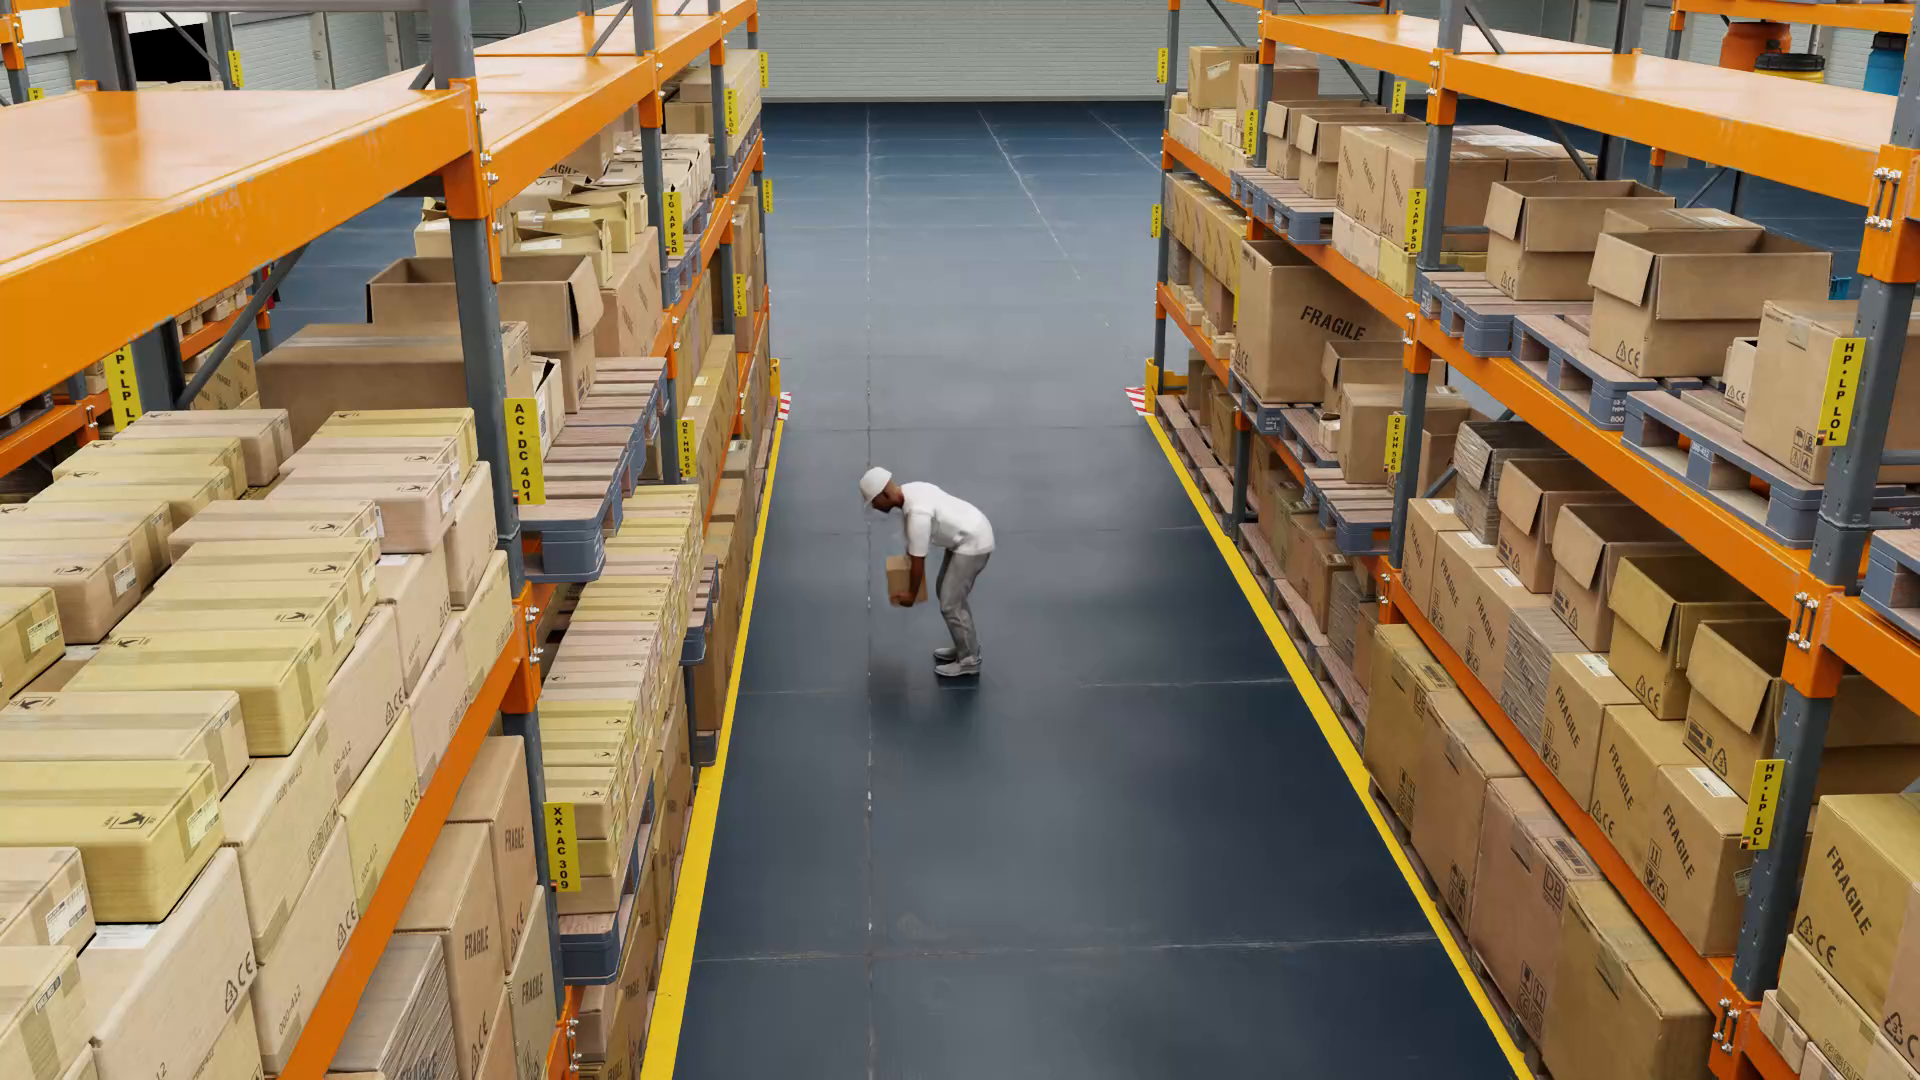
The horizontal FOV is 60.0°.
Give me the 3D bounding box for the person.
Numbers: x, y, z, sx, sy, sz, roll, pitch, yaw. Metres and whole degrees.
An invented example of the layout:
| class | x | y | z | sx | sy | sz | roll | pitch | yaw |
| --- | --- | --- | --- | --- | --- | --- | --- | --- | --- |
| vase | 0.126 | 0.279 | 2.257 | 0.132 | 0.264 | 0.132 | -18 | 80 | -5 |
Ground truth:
| class | x | y | z | sx | sy | sz | roll | pitch | yaw |
| --- | --- | --- | --- | --- | --- | --- | --- | --- | --- |
| person | -0.213 | 0.193 | 11.014 | 0.886 | 1.420 | 0.475 | -2 | 20 | -4 |
